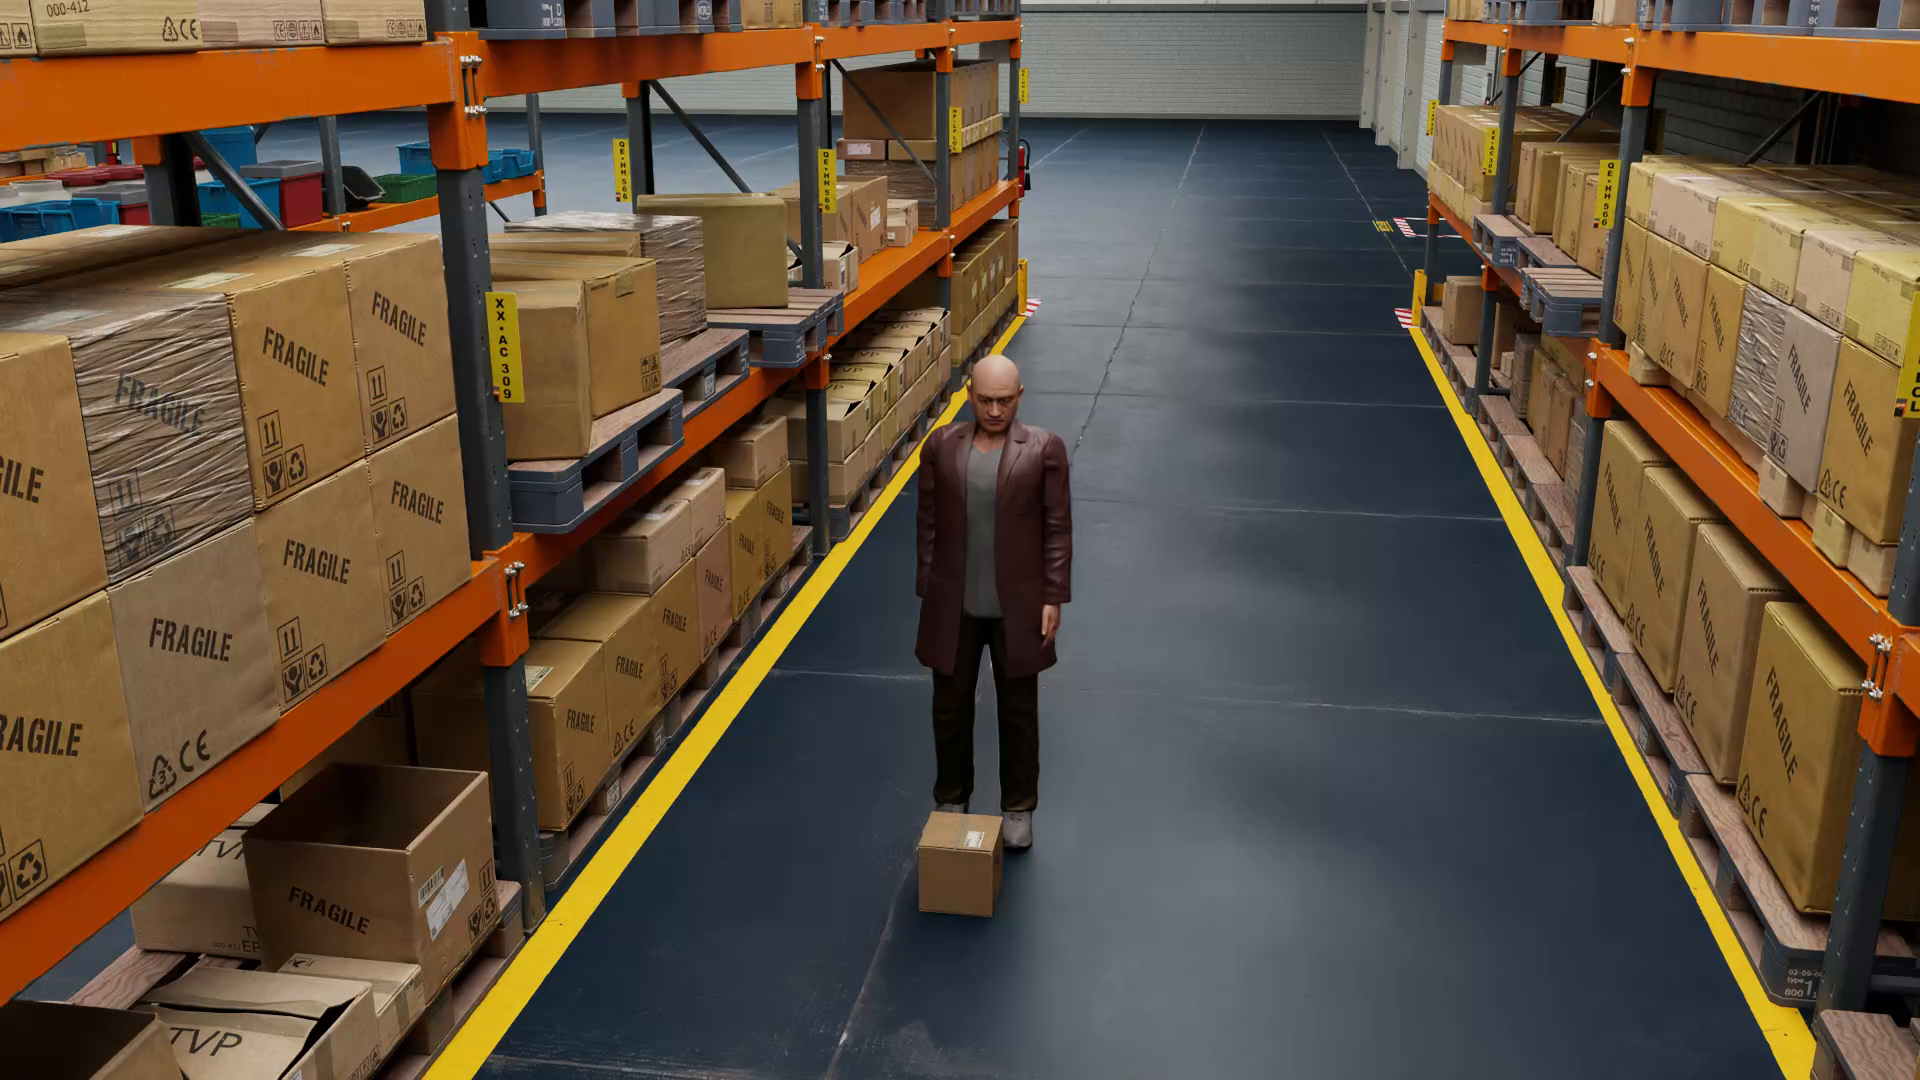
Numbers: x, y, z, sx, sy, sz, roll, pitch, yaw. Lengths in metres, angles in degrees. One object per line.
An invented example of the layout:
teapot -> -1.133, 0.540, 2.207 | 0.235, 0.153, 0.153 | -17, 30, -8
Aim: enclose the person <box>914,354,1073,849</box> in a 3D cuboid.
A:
person -> 0.113, 0.322, 5.915 | 0.562, 1.582, 0.379 | 3, 18, 10
